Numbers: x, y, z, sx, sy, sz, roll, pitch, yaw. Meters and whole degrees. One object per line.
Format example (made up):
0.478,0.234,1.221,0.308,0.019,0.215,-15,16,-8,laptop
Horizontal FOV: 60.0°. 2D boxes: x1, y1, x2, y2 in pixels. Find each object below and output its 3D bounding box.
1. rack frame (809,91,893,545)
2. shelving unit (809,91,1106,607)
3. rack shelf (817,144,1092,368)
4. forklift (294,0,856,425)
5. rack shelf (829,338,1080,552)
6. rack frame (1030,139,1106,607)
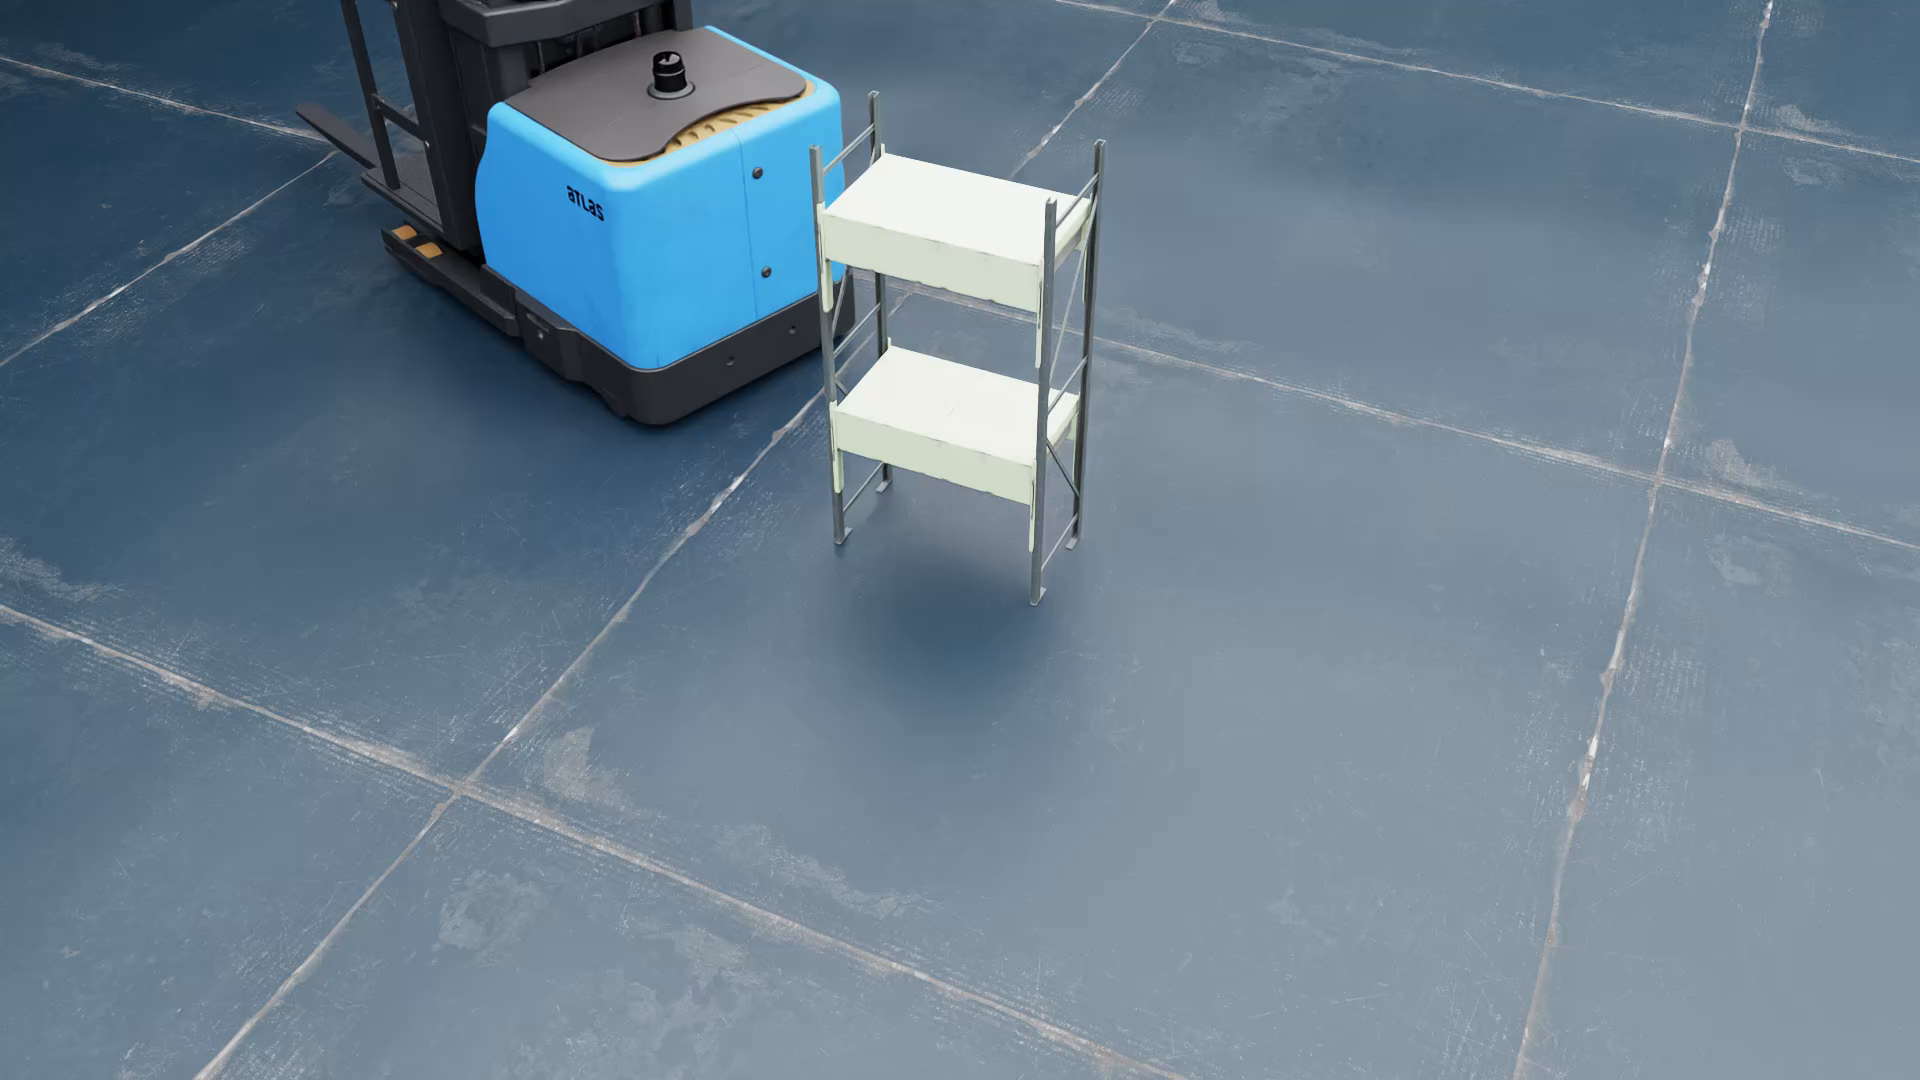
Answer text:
-0.338,-0.670,5.378,0.023,1.500,0.400,17,44,19,rack frame
-0.006,-0.569,5.261,0.755,1.500,0.431,17,44,19,shelving unit
-0.006,-0.863,5.005,0.720,0.370,0.431,17,44,19,rack shelf
-1.805,-2.398,6.279,1.130,2.935,3.031,-32,50,-32,forklift
-0.006,-0.322,5.474,0.720,0.370,0.431,17,44,19,rack shelf
0.326,-0.467,5.144,0.023,1.500,0.400,17,44,19,rack frame
